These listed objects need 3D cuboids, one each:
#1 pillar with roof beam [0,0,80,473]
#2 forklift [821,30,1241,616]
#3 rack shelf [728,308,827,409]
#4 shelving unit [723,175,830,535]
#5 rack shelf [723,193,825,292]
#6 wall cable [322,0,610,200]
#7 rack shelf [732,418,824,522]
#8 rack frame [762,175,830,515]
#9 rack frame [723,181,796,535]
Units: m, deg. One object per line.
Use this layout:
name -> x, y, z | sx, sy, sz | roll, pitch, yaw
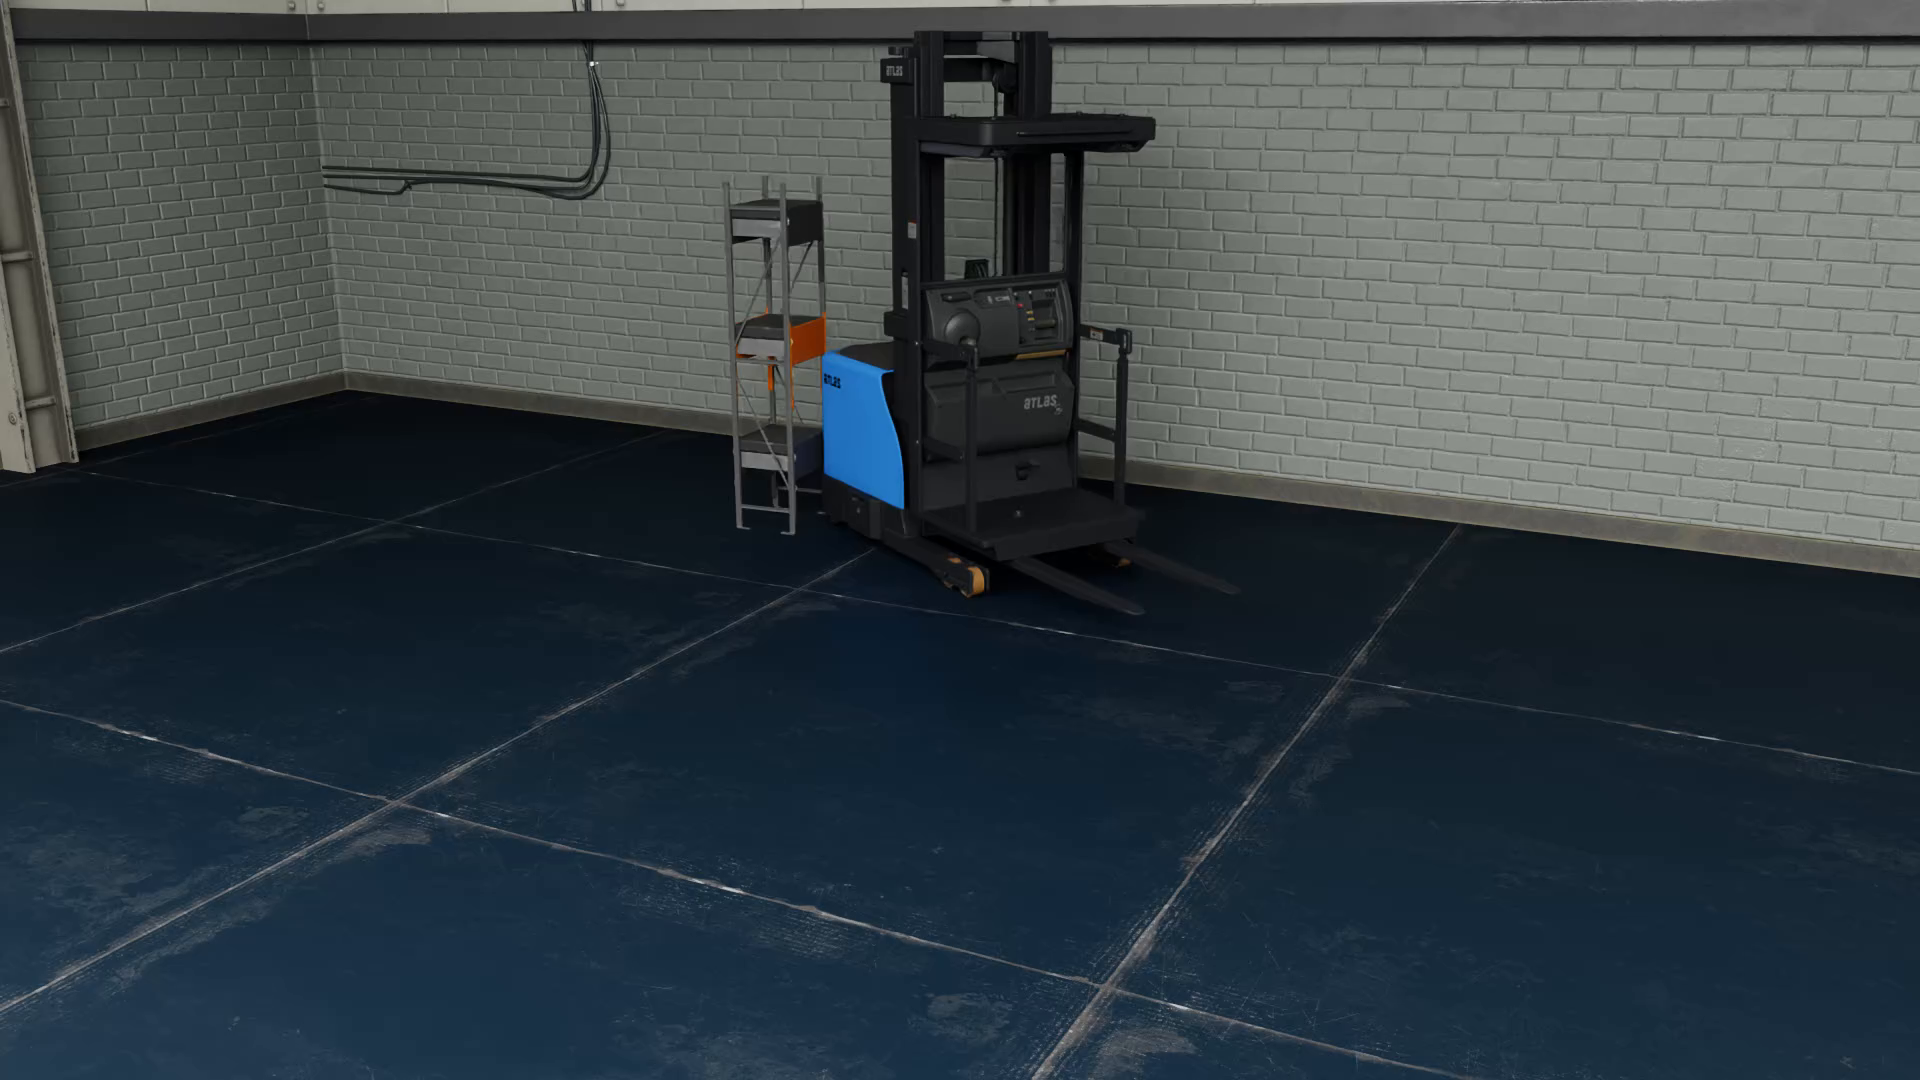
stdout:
pillar with roof beam -> -2.686, -4.300, 8.698 | 9.100, 9.000, 0.400 | 8, 18, 25
forklift -> 0.340, -1.248, 9.079 | 1.130, 2.935, 3.031 | -10, 19, -30
rack shelf -> -1.102, -1.111, 10.125 | 0.431, 0.518, 0.480 | 6, 18, 20
shelving unit -> -1.102, -1.124, 10.121 | 0.431, 2.100, 0.503 | 6, 18, 20
rack shelf -> -1.102, -1.782, 9.925 | 0.431, 0.518, 0.480 | 6, 18, 20
wall cable -> -4.037, -3.942, 12.944 | 3.097, 2.526, 0.112 | 8, 18, 25
rack shelf -> -1.102, -0.440, 10.324 | 0.431, 0.518, 0.480 | 6, 18, 20
rack frame -> -1.014, -1.189, 10.339 | 0.400, 2.100, 0.015 | 6, 18, 20
rack frame -> -1.189, -1.059, 9.902 | 0.400, 2.100, 0.015 | 6, 18, 20
